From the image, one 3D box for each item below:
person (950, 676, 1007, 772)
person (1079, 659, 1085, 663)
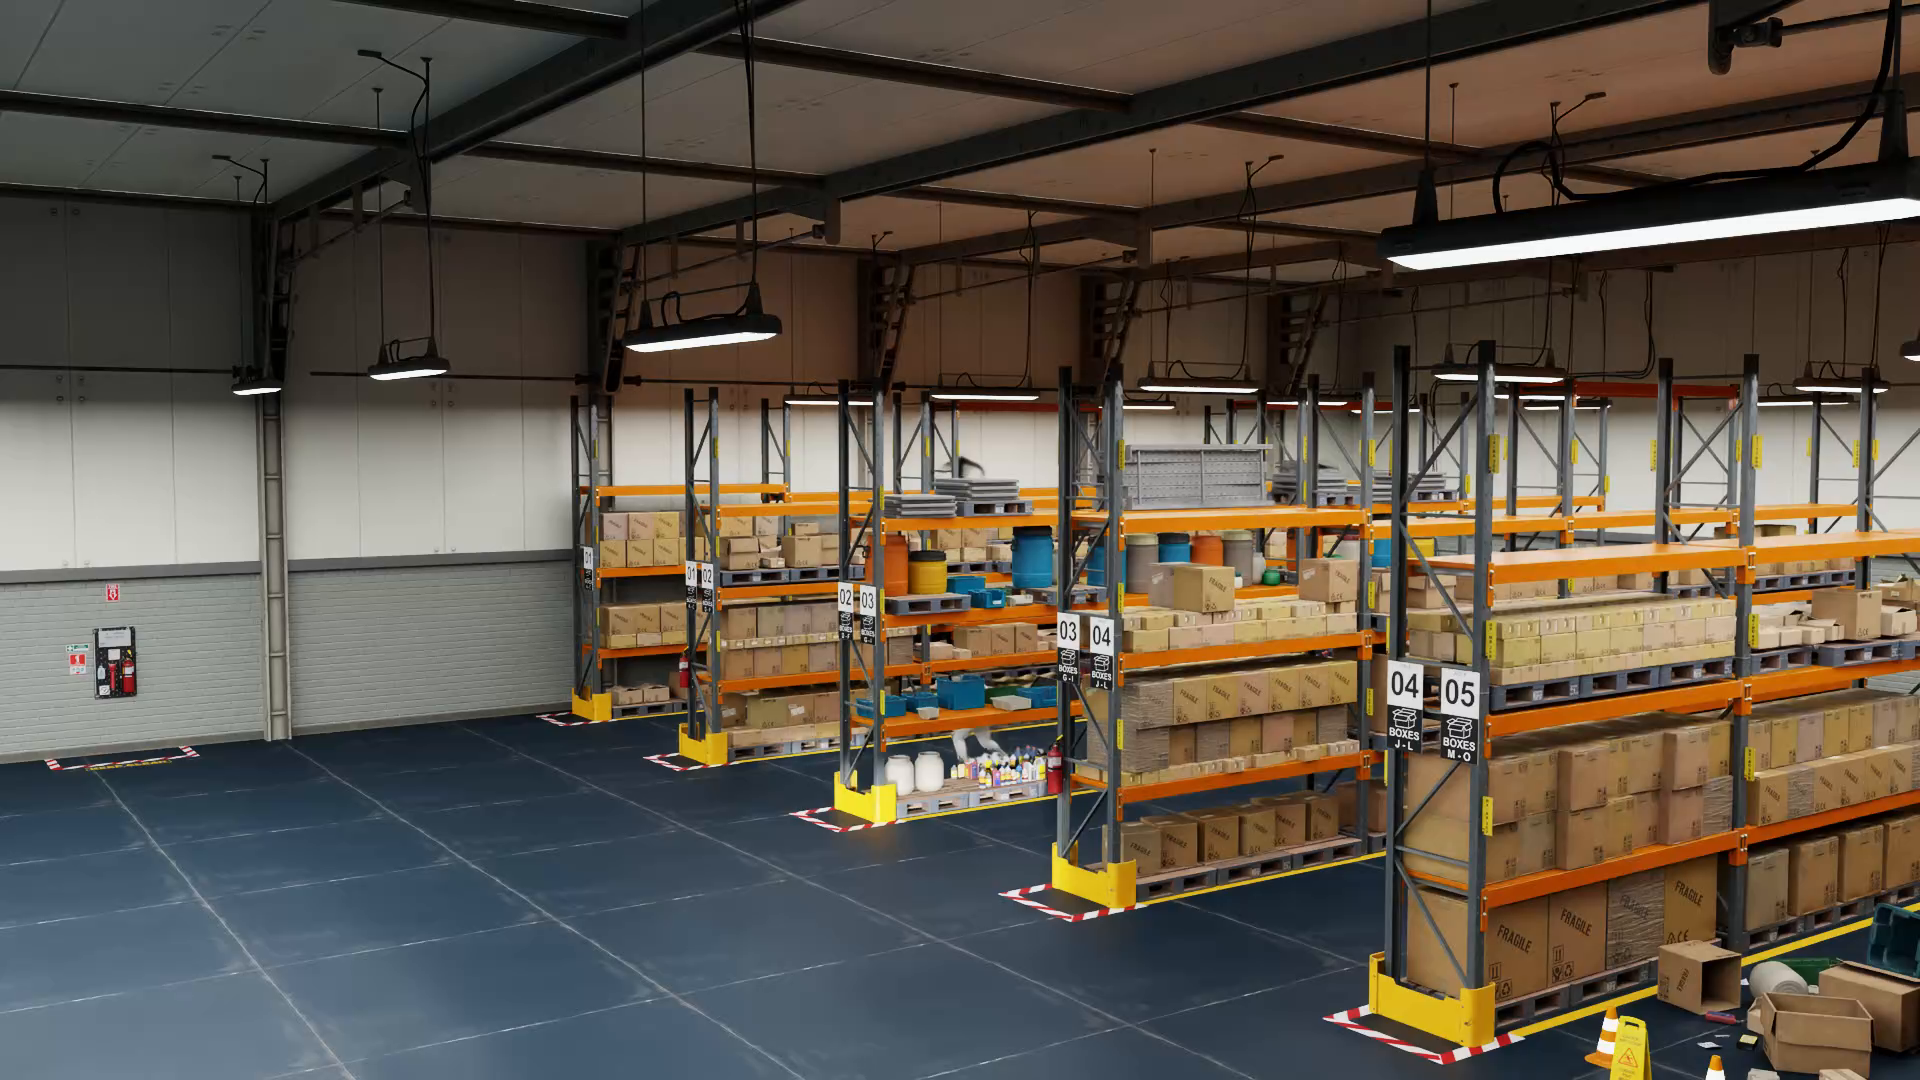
[{"bbox_3d":[0.263,2.846,25.865,1.040,1.519,0.610,-1,4,-18],"label":"person"},{"bbox_3d":[2.418,2.280,33.786,0.750,1.738,0.557,-2,4,-32],"label":"person"}]
